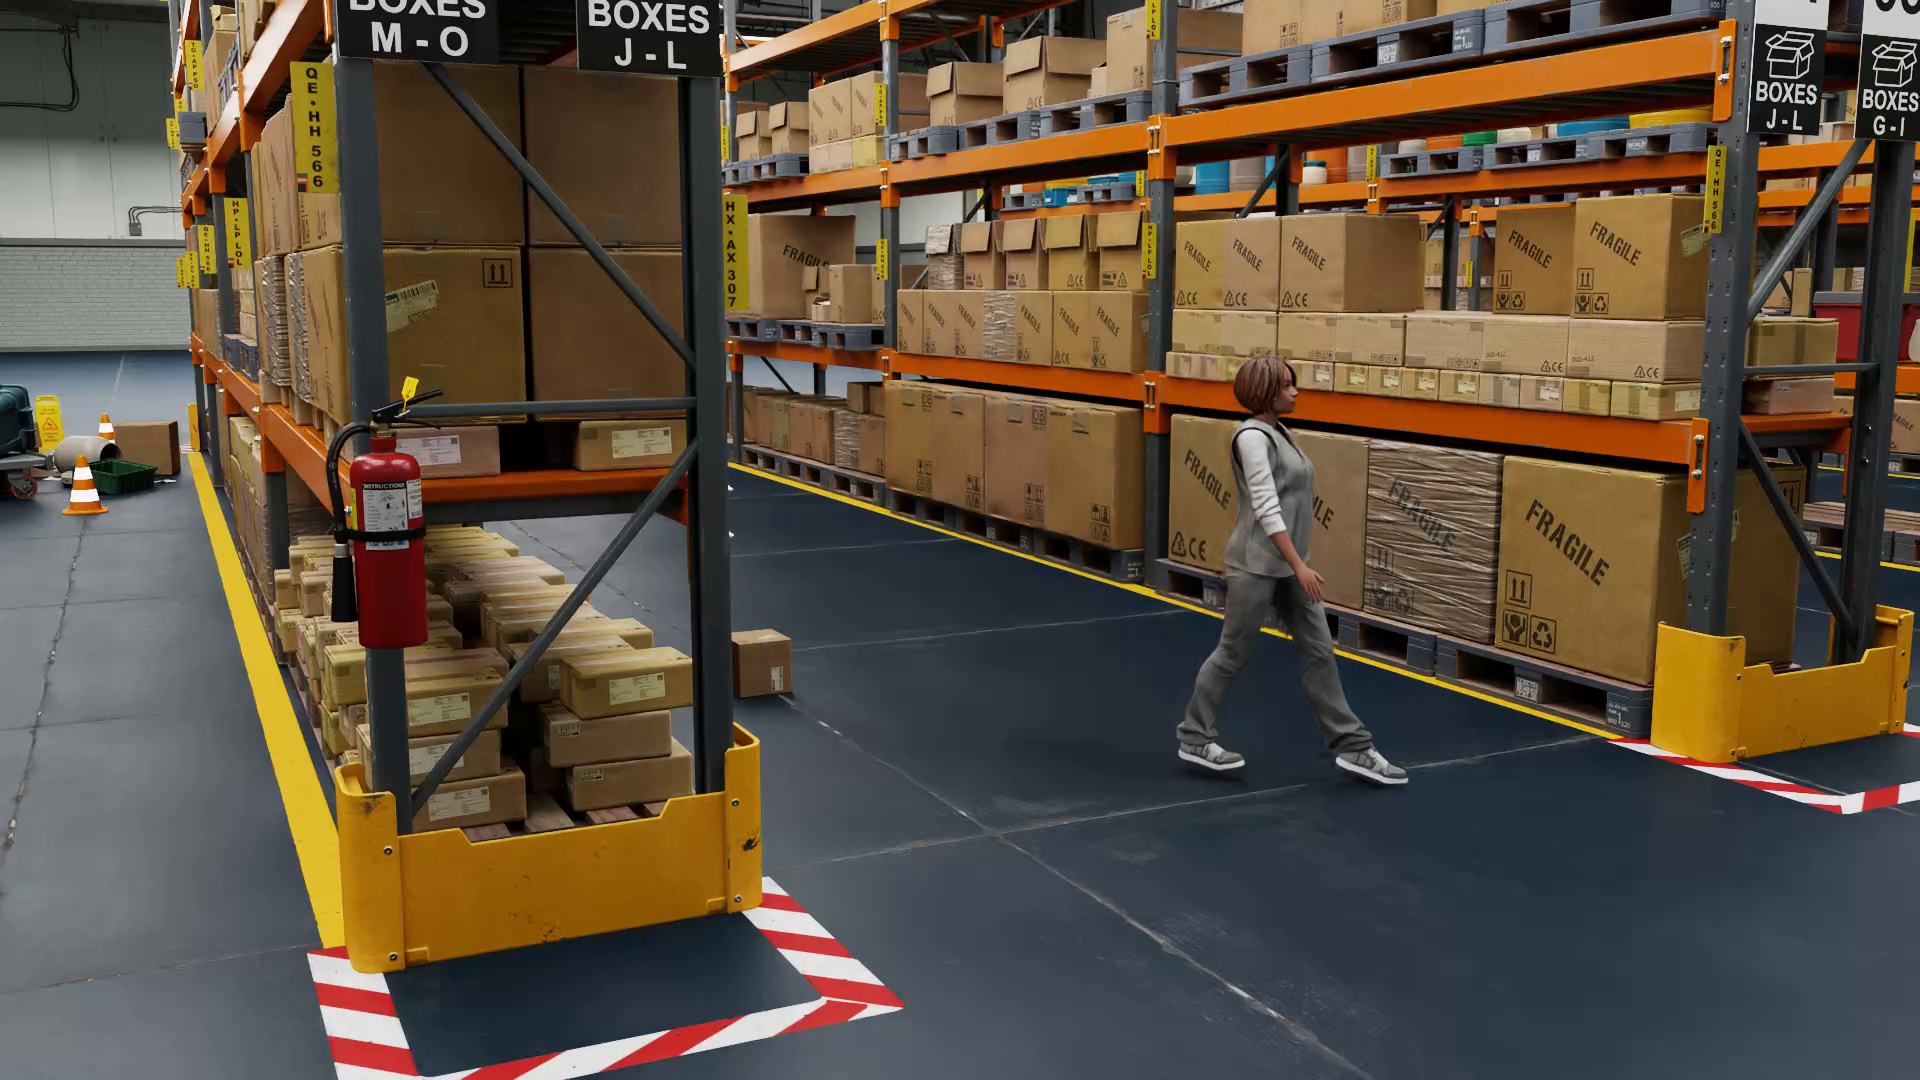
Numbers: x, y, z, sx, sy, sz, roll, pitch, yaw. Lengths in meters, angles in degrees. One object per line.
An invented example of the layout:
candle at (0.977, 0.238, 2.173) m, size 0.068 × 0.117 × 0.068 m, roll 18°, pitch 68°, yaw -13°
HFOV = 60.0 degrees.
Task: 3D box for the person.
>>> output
person at (1.214, 0.112, 6.099) m, size 0.850 × 1.563 × 0.424 m, roll 5°, pitch 10°, yaw 30°
